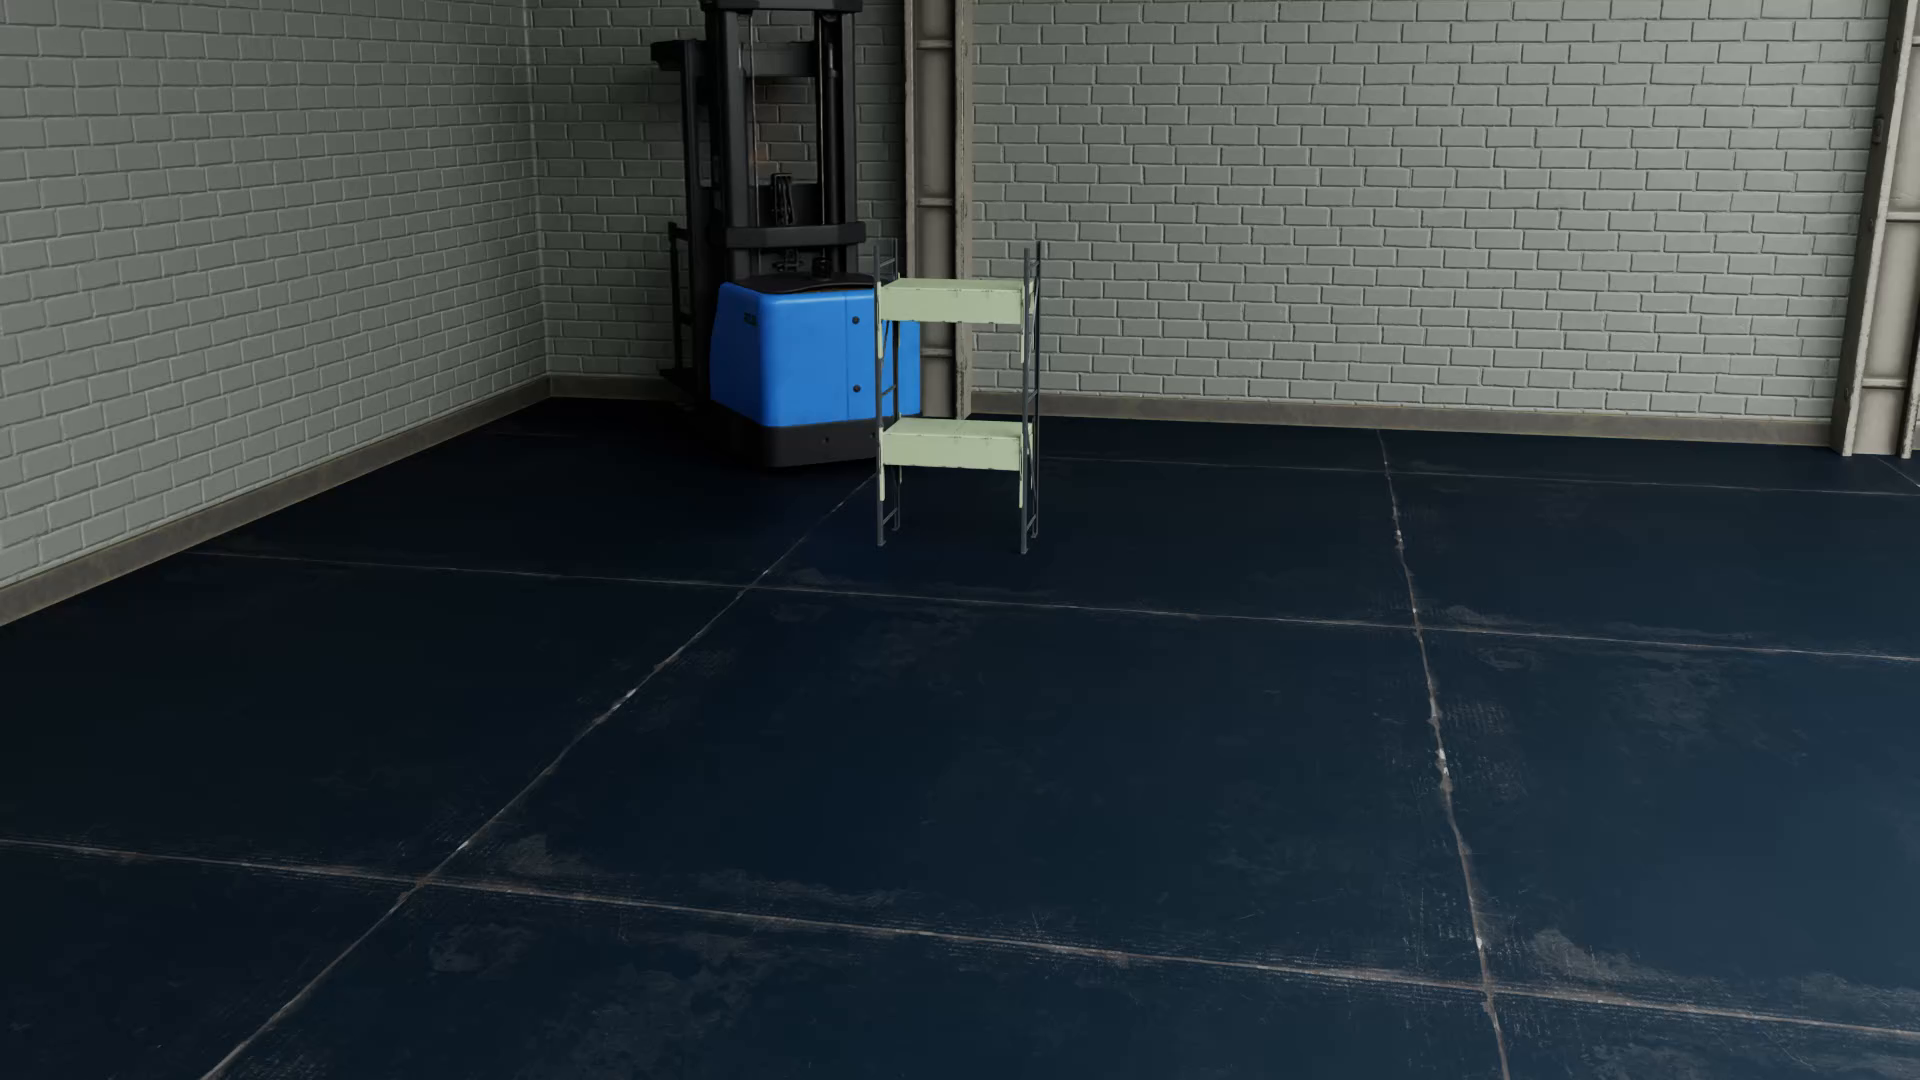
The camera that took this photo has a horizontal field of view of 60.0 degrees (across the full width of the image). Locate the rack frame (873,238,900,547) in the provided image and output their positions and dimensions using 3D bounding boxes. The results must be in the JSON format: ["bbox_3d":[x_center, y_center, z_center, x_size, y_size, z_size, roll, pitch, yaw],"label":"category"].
[{"bbox_3d":[-0.365,-0.743,8.363,0.023,1.500,0.400,3,16,11],"label":"rack frame"}]

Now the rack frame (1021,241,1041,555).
[{"bbox_3d":[0.352,-0.704,8.223,0.023,1.500,0.400,3,16,11],"label":"rack frame"}]

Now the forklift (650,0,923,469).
[{"bbox_3d":[-1.327,-2.182,10.877,1.130,2.935,3.031,-7,17,-25],"label":"forklift"}]

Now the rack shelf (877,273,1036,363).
[{"bbox_3d":[-0.007,-1.099,8.189,0.720,0.370,0.431,3,16,11],"label":"rack shelf"}]

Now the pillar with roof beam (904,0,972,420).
[{"bbox_3d":[-1.000,-4.087,6.388,0.400,9.000,9.100,3,16,11],"label":"pillar with roof beam"}]

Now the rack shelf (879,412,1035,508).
[{"bbox_3d":[-0.007,-0.409,8.380,0.720,0.370,0.431,3,16,11],"label":"rack shelf"}]

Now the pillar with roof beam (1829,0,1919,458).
[{"bbox_3d":[4.880,-3.768,5.236,0.400,9.000,9.100,3,16,11],"label":"pillar with roof beam"}]

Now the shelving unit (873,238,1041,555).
[{"bbox_3d":[-0.007,-0.723,8.293,0.755,1.500,0.431,3,16,11],"label":"shelving unit"}]
